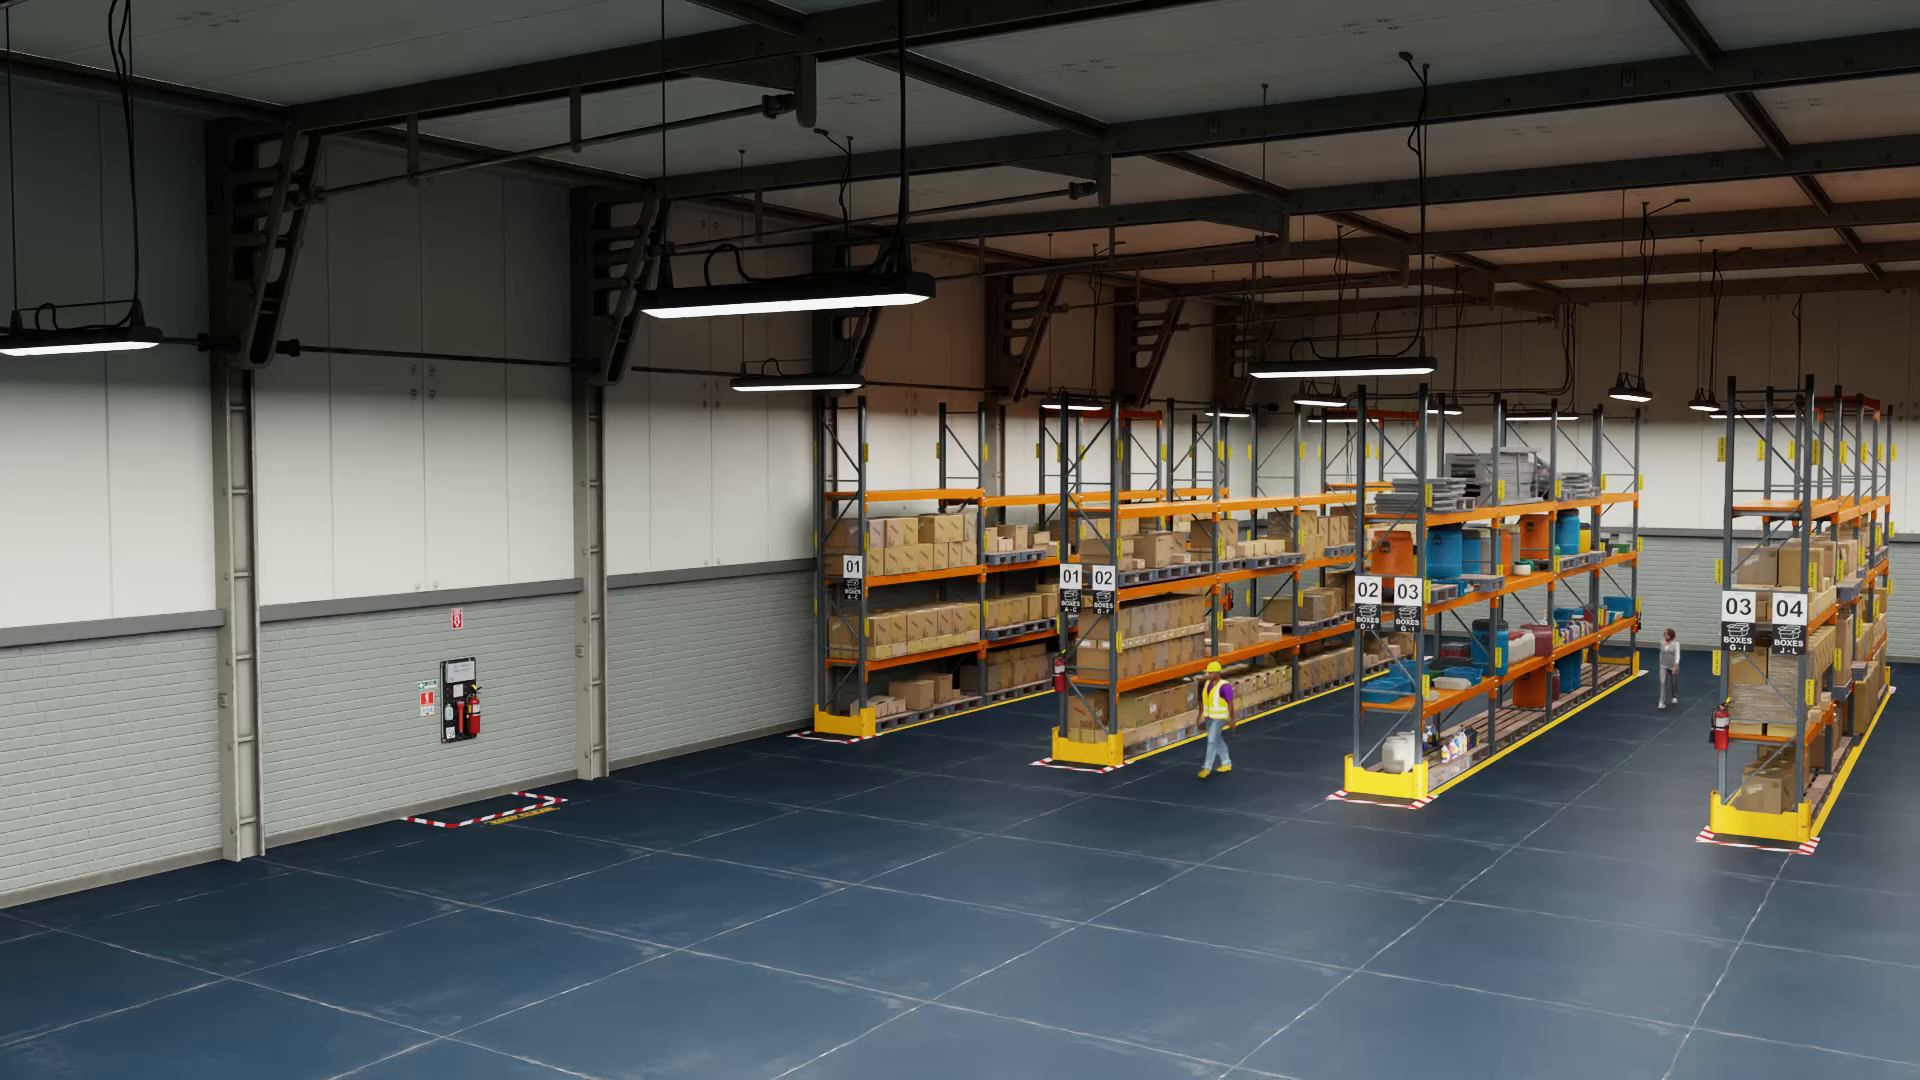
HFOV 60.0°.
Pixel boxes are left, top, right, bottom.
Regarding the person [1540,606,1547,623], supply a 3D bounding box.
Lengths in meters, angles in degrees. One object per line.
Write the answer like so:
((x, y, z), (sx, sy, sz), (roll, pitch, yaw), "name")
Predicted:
((12.925, 2.261, 36.529), (1.071, 1.615, 0.466), (-2, 3, -29), "person")

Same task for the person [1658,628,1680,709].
((13.894, 2.498, 32.552), (0.389, 1.539, 0.972), (2, 4, 32), "person")

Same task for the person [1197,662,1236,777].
((3.894, 2.755, 25.773), (0.894, 1.726, 0.611), (-2, 3, -30), "person")
